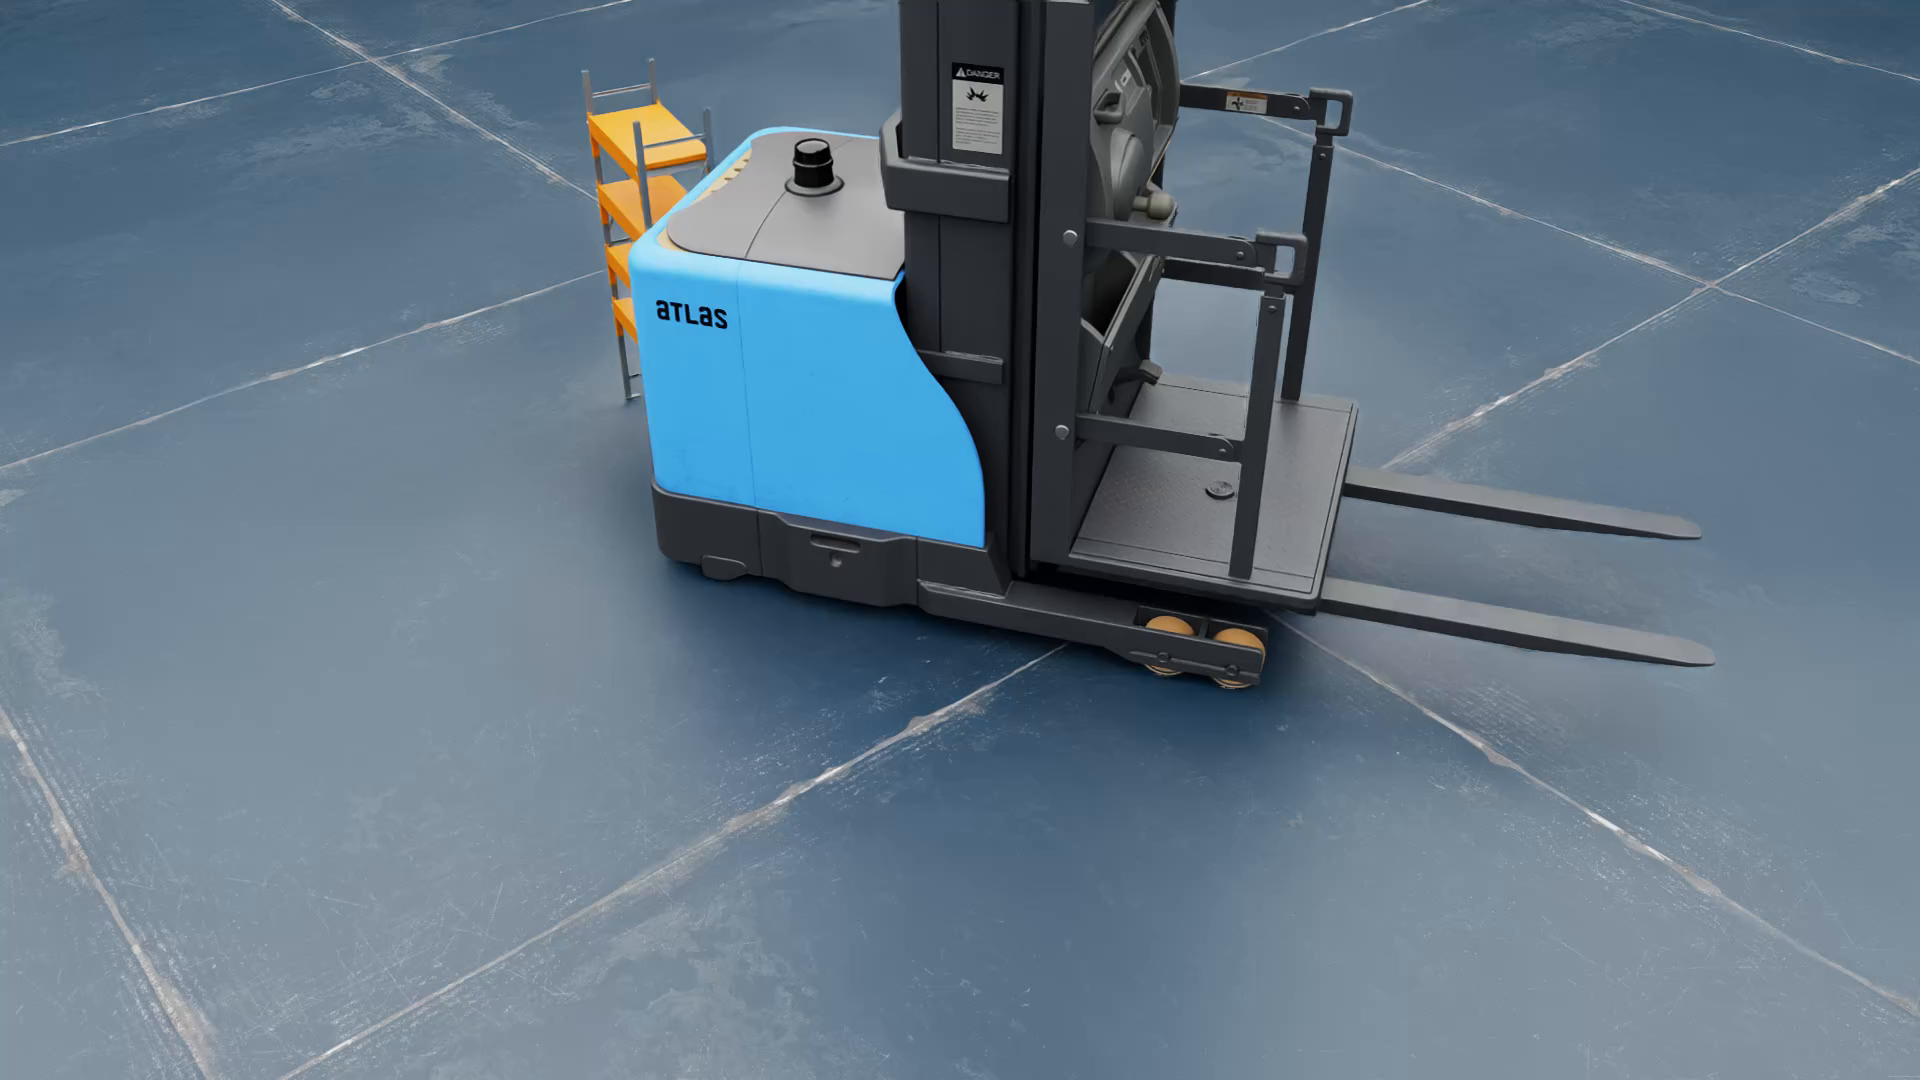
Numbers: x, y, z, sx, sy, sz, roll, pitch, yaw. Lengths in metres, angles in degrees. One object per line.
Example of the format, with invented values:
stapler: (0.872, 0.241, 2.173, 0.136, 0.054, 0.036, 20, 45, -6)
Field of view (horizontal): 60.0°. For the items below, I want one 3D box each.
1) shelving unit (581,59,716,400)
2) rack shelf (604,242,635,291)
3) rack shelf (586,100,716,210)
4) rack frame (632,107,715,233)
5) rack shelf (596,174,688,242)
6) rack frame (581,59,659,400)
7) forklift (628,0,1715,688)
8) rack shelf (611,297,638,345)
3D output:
shelving unit: (-0.977, -0.904, 5.488, 0.258, 1.200, 0.503, -17, 39, -23)
rack shelf: (-0.977, -0.849, 5.527, 0.258, 0.148, 0.480, -17, 39, -23)
rack shelf: (-0.977, -1.225, 5.261, 0.258, 0.148, 0.480, -17, 39, -23)
rack frame: (-0.862, -0.780, 5.313, 0.240, 1.200, 0.015, -17, 39, -23)
rack shelf: (-0.977, -1.031, 5.398, 0.258, 0.148, 0.480, -17, 39, -23)
rack frame: (-1.093, -1.028, 5.663, 0.240, 1.200, 0.015, -17, 39, -23)
forklift: (0.648, -1.125, 4.303, 3.031, 2.935, 1.130, 10, 37, 14)
rack shelf: (-0.977, -0.687, 5.642, 0.258, 0.148, 0.480, -17, 39, -23)
